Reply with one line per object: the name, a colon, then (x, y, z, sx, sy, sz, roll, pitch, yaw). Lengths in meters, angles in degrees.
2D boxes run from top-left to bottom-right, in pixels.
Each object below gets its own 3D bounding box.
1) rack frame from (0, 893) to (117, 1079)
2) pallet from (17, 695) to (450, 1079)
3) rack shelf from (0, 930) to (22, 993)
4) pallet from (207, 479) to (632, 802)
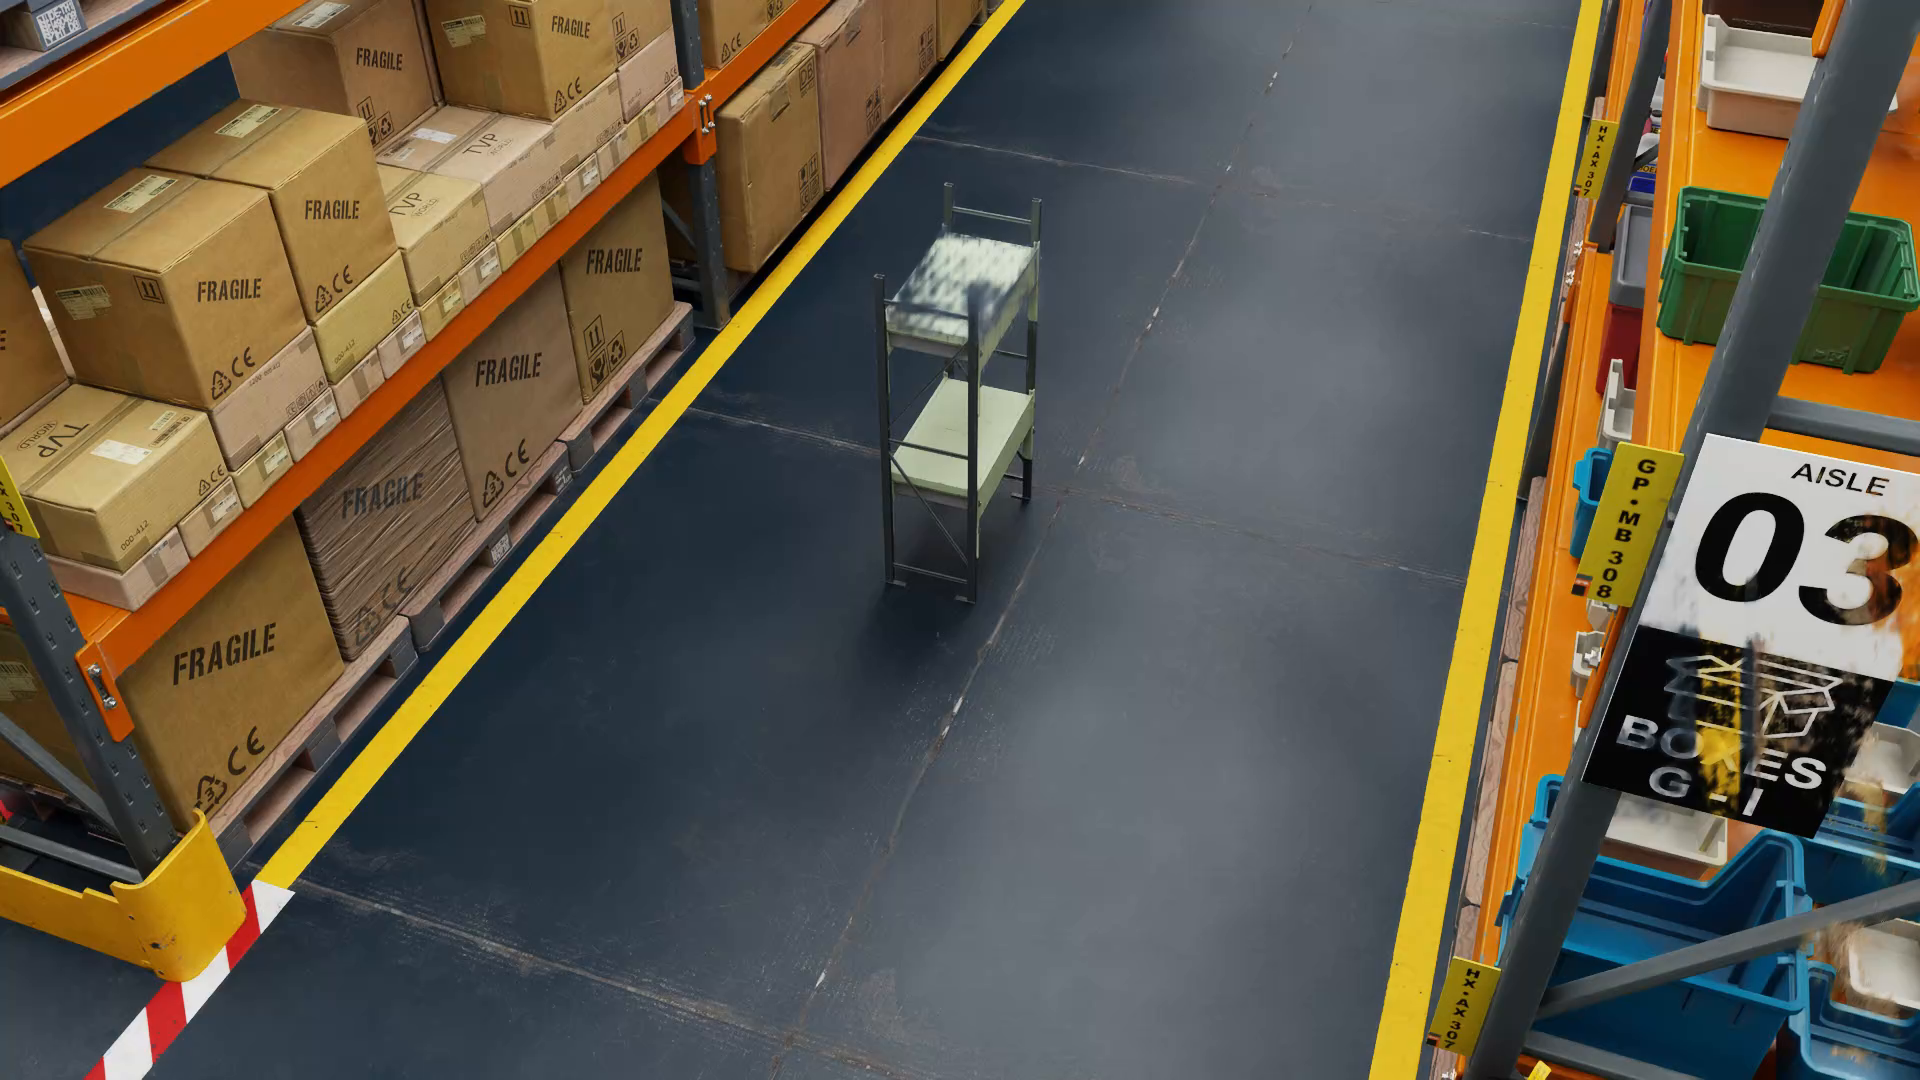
rack frame: (4.352, -3.687, 9.260, 1.000, 3.000, 0.127, 13, 42, 15)
pallet: (4.653, -3.090, 10.709, 1.003, 0.211, 1.213, 13, 42, 15)
rack shelf: (3.668, -2.193, 8.064, 1.077, 0.370, 4.000, 13, 42, 15)
pallet: (5.072, -3.831, 11.578, 1.003, 0.211, 1.213, 13, 42, 15)
